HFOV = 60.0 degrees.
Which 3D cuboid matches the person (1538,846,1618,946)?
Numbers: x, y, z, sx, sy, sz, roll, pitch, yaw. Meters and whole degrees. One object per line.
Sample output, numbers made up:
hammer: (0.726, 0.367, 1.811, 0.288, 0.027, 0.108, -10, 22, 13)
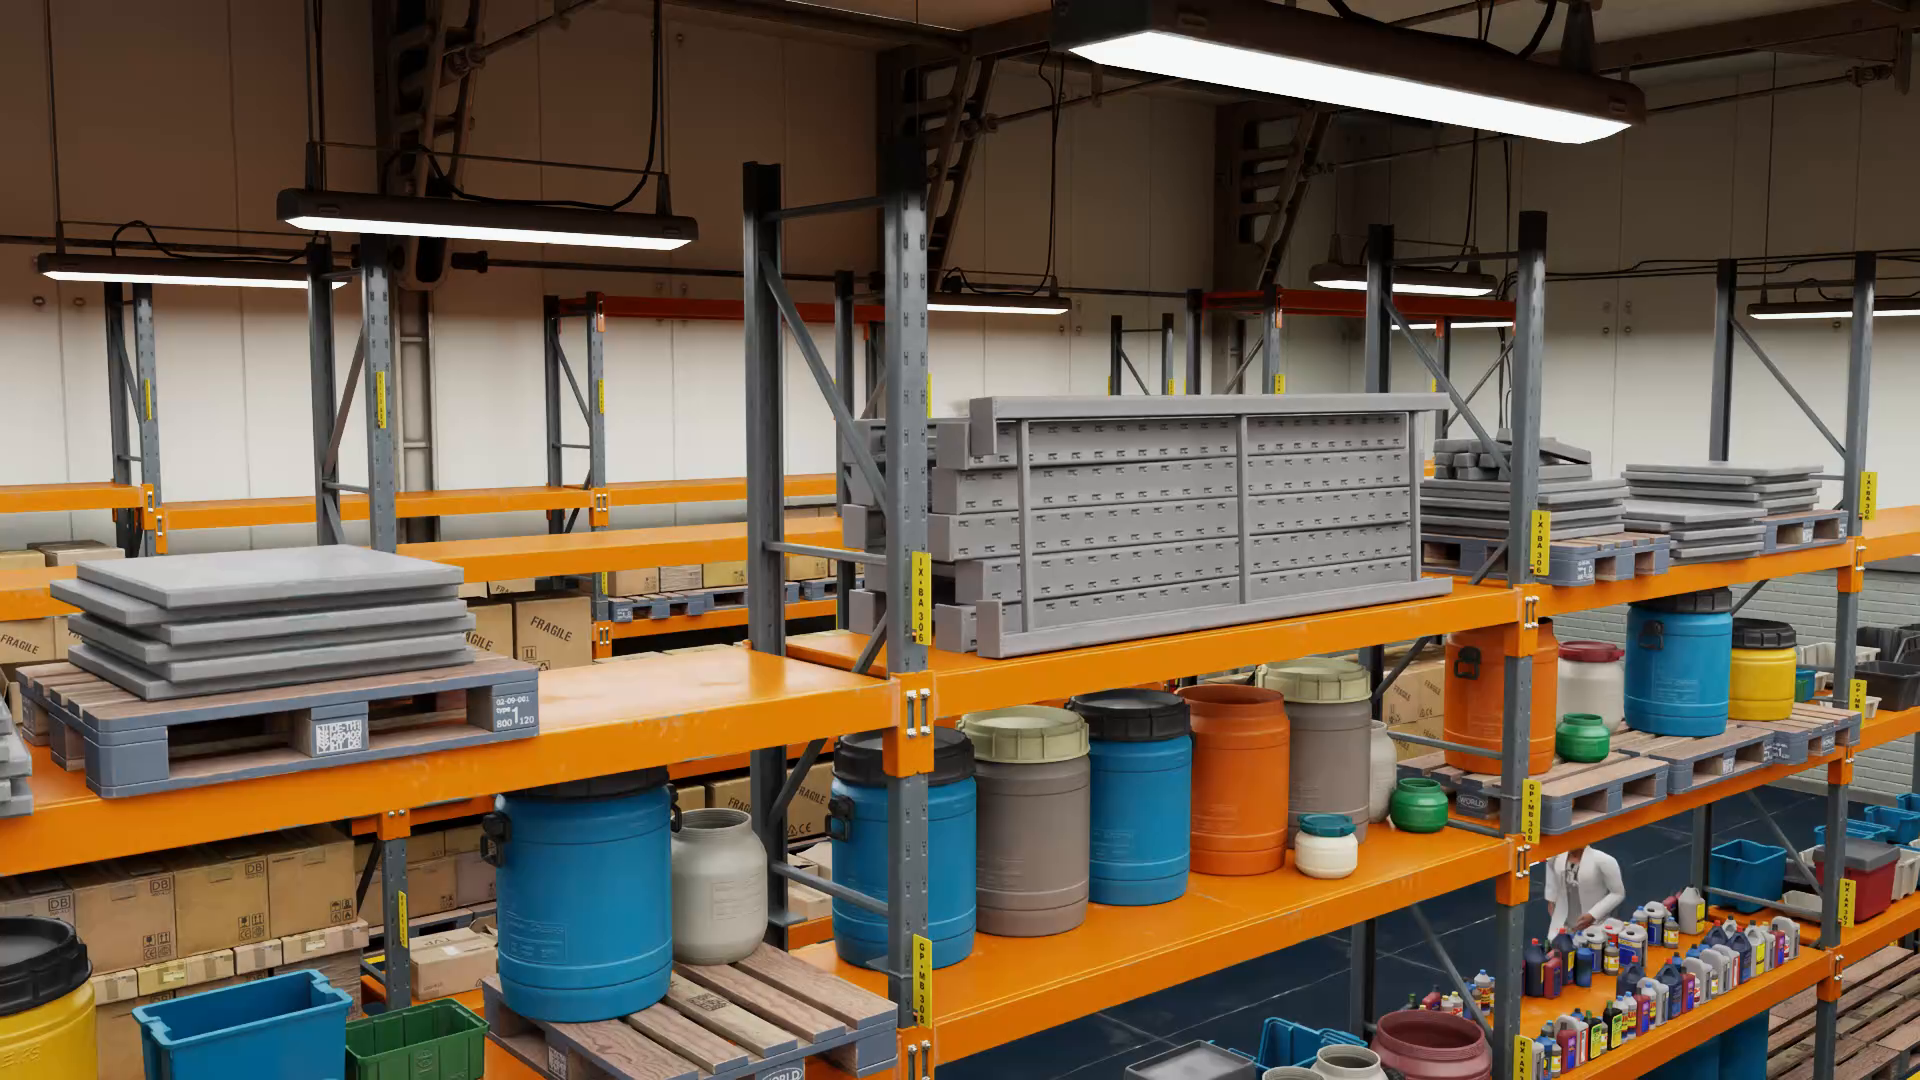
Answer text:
person: (4.855, 3.041, 13.177, 0.708, 1.717, 0.646, 5, 7, 40)
